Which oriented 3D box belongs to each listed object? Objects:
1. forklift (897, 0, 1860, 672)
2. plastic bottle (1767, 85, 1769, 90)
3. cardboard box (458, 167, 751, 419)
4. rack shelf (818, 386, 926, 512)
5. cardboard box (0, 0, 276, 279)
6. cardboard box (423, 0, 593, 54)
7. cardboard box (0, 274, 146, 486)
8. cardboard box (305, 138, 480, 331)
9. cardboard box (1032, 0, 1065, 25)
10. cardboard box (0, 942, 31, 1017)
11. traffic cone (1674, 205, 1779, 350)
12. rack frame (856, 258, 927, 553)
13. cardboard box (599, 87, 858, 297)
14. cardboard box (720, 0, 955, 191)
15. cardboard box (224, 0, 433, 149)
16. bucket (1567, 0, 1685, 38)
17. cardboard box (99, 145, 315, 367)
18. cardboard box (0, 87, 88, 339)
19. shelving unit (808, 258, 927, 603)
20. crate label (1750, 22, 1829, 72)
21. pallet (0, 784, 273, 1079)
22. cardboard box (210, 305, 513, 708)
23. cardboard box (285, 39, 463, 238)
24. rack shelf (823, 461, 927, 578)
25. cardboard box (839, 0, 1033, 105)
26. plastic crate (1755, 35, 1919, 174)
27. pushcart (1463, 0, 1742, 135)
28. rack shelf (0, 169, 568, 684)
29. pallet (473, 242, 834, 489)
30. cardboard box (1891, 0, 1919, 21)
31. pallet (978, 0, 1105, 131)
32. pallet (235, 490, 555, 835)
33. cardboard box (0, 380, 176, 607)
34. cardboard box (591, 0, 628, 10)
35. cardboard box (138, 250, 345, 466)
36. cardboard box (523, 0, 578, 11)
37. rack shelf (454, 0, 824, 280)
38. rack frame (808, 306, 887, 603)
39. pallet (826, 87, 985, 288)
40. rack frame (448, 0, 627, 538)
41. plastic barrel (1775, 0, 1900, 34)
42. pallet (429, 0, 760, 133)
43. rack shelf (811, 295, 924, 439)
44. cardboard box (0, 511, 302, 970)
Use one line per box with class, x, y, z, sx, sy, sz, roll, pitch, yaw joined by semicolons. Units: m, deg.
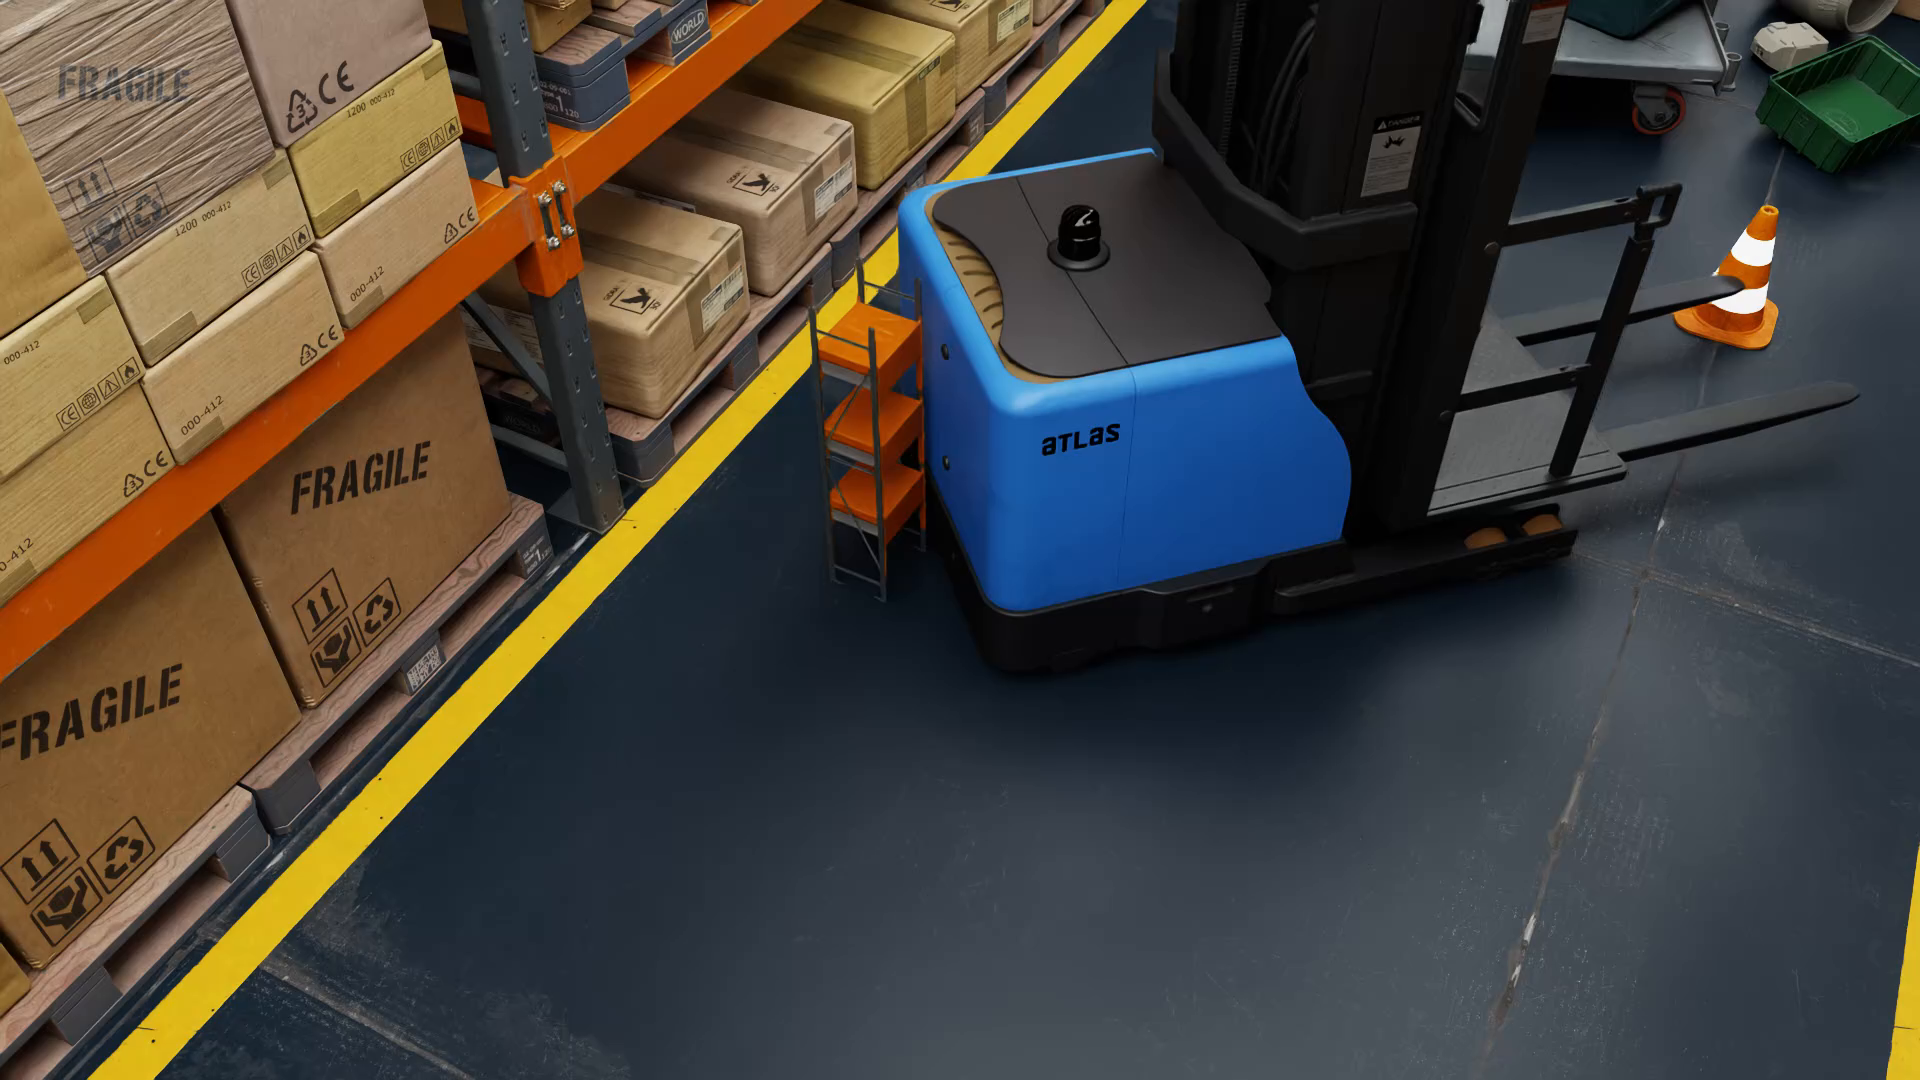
forklift;1.384;-1.256;4.430;3.031;2.935;1.130;-12;47;-12
plastic bottle;3.539;-1.855;7.040;0.133;0.061;0.283;-2;45;-2
cardboard box;-1.270;-0.843;5.526;0.950;0.372;0.625;17;48;16
rack shelf;-0.252;-0.280;4.804;0.215;0.259;0.240;21;49;20
cardboard box;-1.780;-0.915;3.272;0.500;0.500;0.500;21;49;20
cardboard box;-1.225;-1.469;4.474;0.380;0.149;0.250;18;48;17
cardboard box;-1.995;-0.347;3.238;0.500;0.250;0.500;19;48;18
cardboard box;-1.546;-0.809;4.046;0.500;0.250;0.500;19;48;18
cardboard box;0.075;-2.679;7.341;0.950;0.372;0.625;21;49;20
cardboard box;-2.768;0.864;3.485;0.875;0.875;0.875;22;49;20
traffic cone;2.787;-0.977;5.891;0.336;0.463;0.334;20;49;19
rack frame;-0.193;-0.364;4.871;0.200;1.050;0.008;21;49;20
cardboard box;-0.934;-1.310;5.988;0.950;0.372;0.625;20;49;18
cardboard box;-0.577;-1.786;6.459;0.950;0.372;0.625;22;49;20
cardboard box;-1.549;-1.241;3.594;0.500;0.500;0.500;19;48;18
bucket;2.768;-2.446;6.791;0.620;0.611;0.726;-39;56;-20
cardboard box;-1.775;-0.676;3.563;0.500;0.250;0.500;19;48;18
cardboard box;-2.016;-0.604;2.965;0.500;0.500;0.500;20;49;19
shelving unit;-0.252;-0.288;4.796;0.215;1.050;0.252;21;49;20
crate label;3.639;-2.159;7.288;0.298;0.136;0.250;-9;46;-9
pallet;-2.541;0.951;4.161;1.003;0.211;1.213;20;49;19
cardboard box;-1.935;-0.259;4.596;0.875;0.875;0.875;20;49;19
cardboard box;-1.541;-1.000;3.884;0.500;0.250;0.500;20;49;19
rack shelf;-0.252;-0.085;5.001;0.215;0.259;0.240;21;49;20
cardboard box;-0.256;-2.225;6.892;0.950;0.372;0.625;23;50;21
plastic crate;3.668;-1.789;6.846;0.662;0.188;0.450;-24;60;-22
pushcart;2.359;-2.143;7.103;1.648;0.377;0.936;5;46;5
rack shelf;-2.469;0.247;3.403;1.077;0.370;4.000;20;49;19
pallet;-1.177;-0.778;5.870;1.003;0.211;1.213;20;49;19
cardboard box;4.559;-2.654;7.520;0.500;0.500;0.500;29;52;25
pallet;-0.044;-2.315;7.389;1.003;0.211;1.213;20;49;19
pallet;-1.973;0.186;4.918;1.003;0.211;1.213;20;49;19
cardboard box;-2.017;-0.170;3.415;0.500;0.250;0.500;20;49;19
cardboard box;-1.064;-1.636;4.639;0.380;0.149;0.250;18;48;17
cardboard box;-1.769;-0.482;3.723;0.500;0.250;0.500;21;49;20
cardboard box;-1.127;-1.761;4.306;0.500;0.500;0.500;19;48;18
rack shelf;-0.612;-2.273;5.894;1.077;0.370;4.000;20;49;19
rack frame;-0.310;-0.212;4.721;0.200;1.050;0.008;21;49;20
pallet;-0.609;-1.543;6.627;1.003;0.211;1.213;20;49;19
rack frame;-1.541;-1.266;4.392;1.000;3.000;0.127;20;49;19
plastic barrel;3.915;-2.531;7.454;0.421;0.421;0.512;-16;48;-15
pallet;-1.304;-1.683;4.939;1.213;0.211;1.003;20;49;19
rack shelf;-0.252;-0.480;4.602;0.215;0.259;0.240;21;49;20
cardboard box;-2.353;0.301;4.042;0.875;0.875;0.875;21;49;20
